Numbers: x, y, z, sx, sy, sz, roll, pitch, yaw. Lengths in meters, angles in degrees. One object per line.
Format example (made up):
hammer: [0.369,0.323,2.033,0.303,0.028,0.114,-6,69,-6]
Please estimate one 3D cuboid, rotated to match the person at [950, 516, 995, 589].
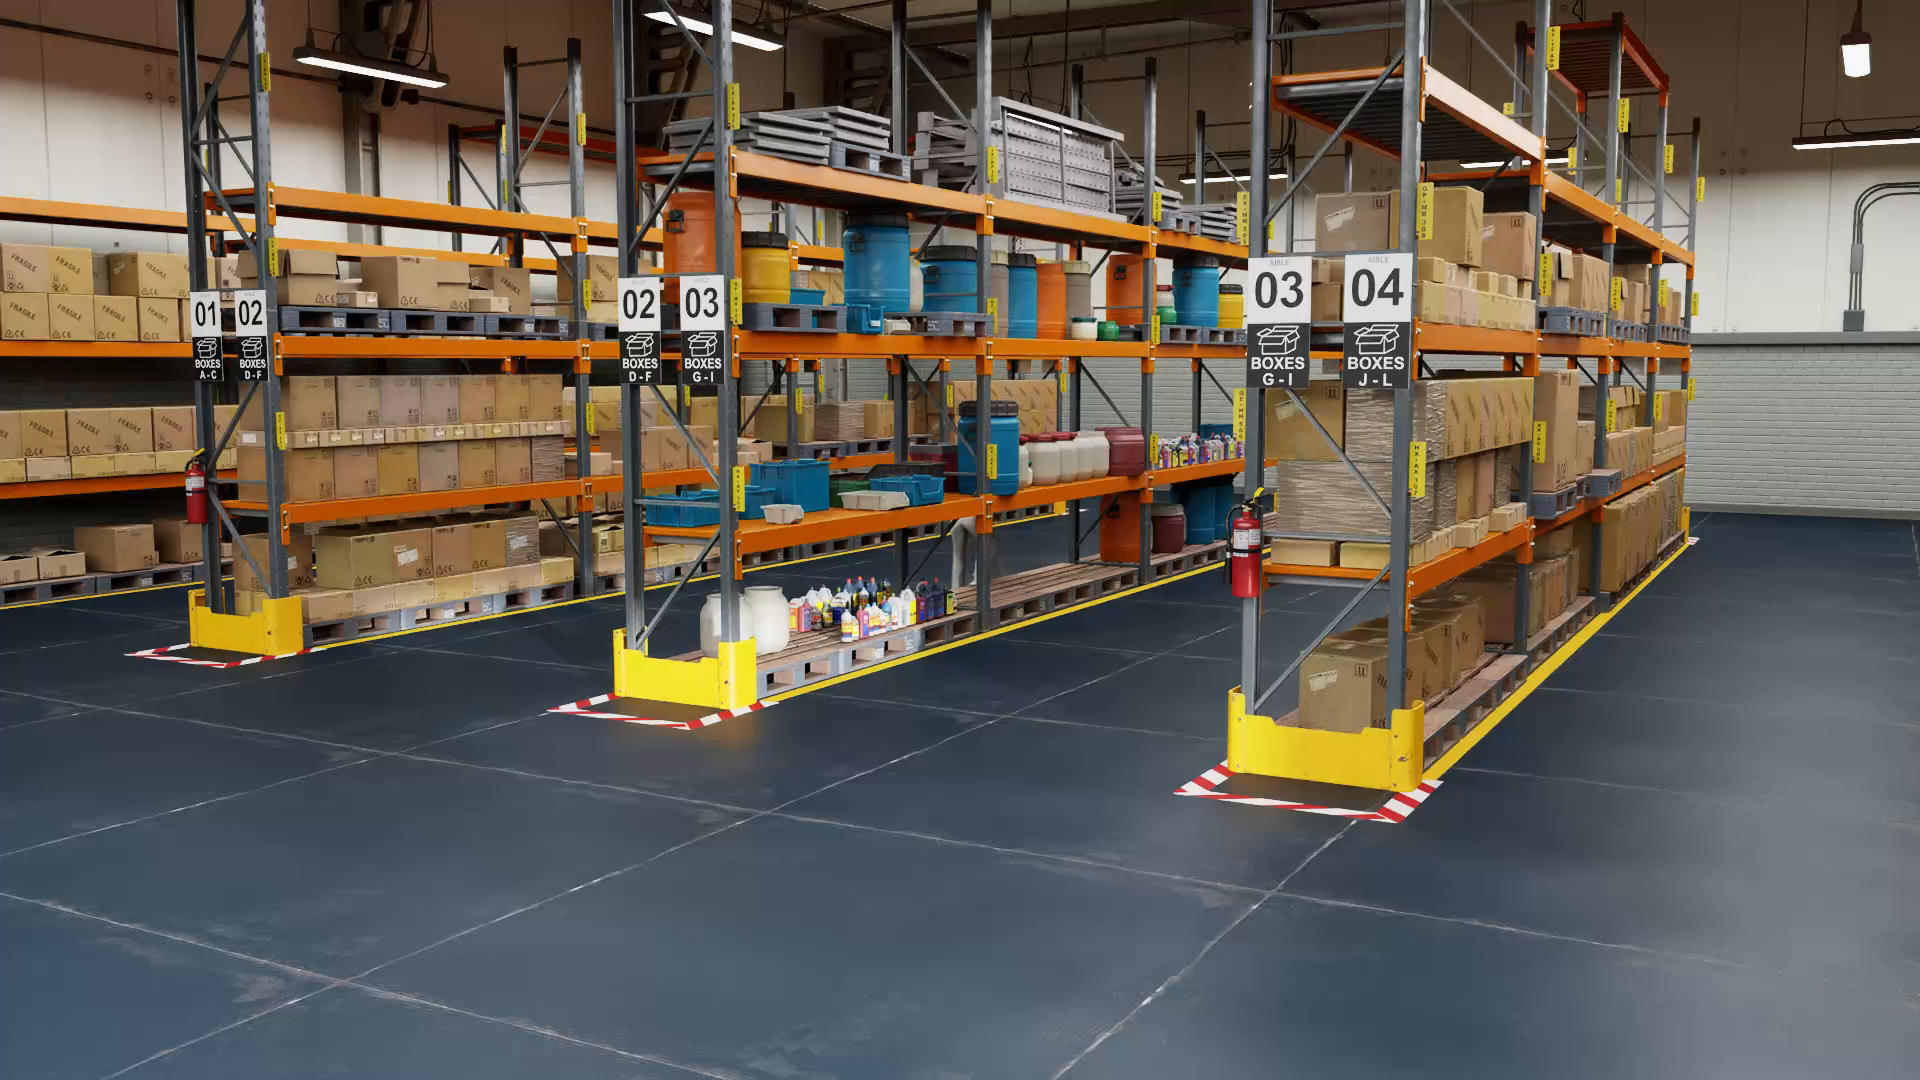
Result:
person: [0.091,-0.165,17.891,0.452,1.674,0.536,3,7,24]
